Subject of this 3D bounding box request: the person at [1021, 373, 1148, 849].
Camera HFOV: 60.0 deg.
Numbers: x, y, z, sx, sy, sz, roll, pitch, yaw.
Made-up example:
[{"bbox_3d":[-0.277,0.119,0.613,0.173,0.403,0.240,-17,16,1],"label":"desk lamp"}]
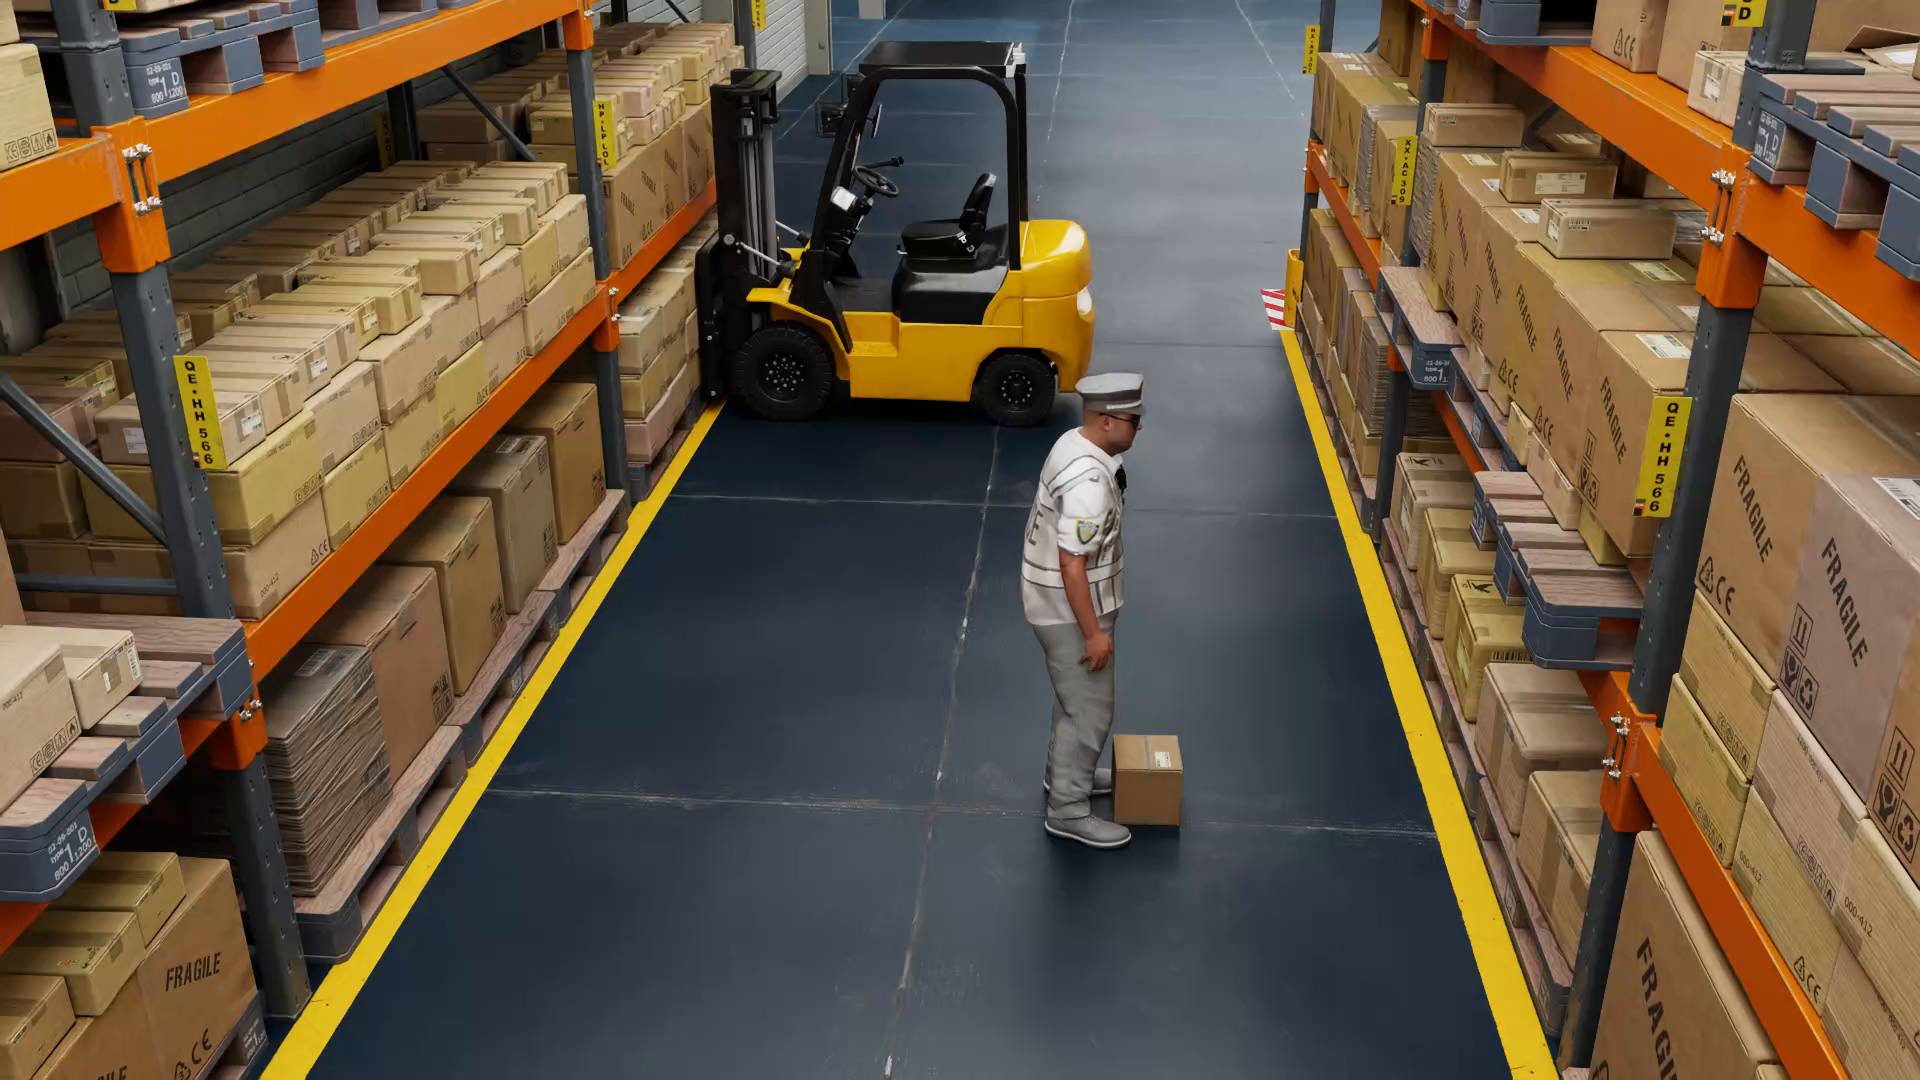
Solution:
[{"bbox_3d":[0.442,0.234,6.077,0.435,1.748,0.586,2,24,4],"label":"person"}]
